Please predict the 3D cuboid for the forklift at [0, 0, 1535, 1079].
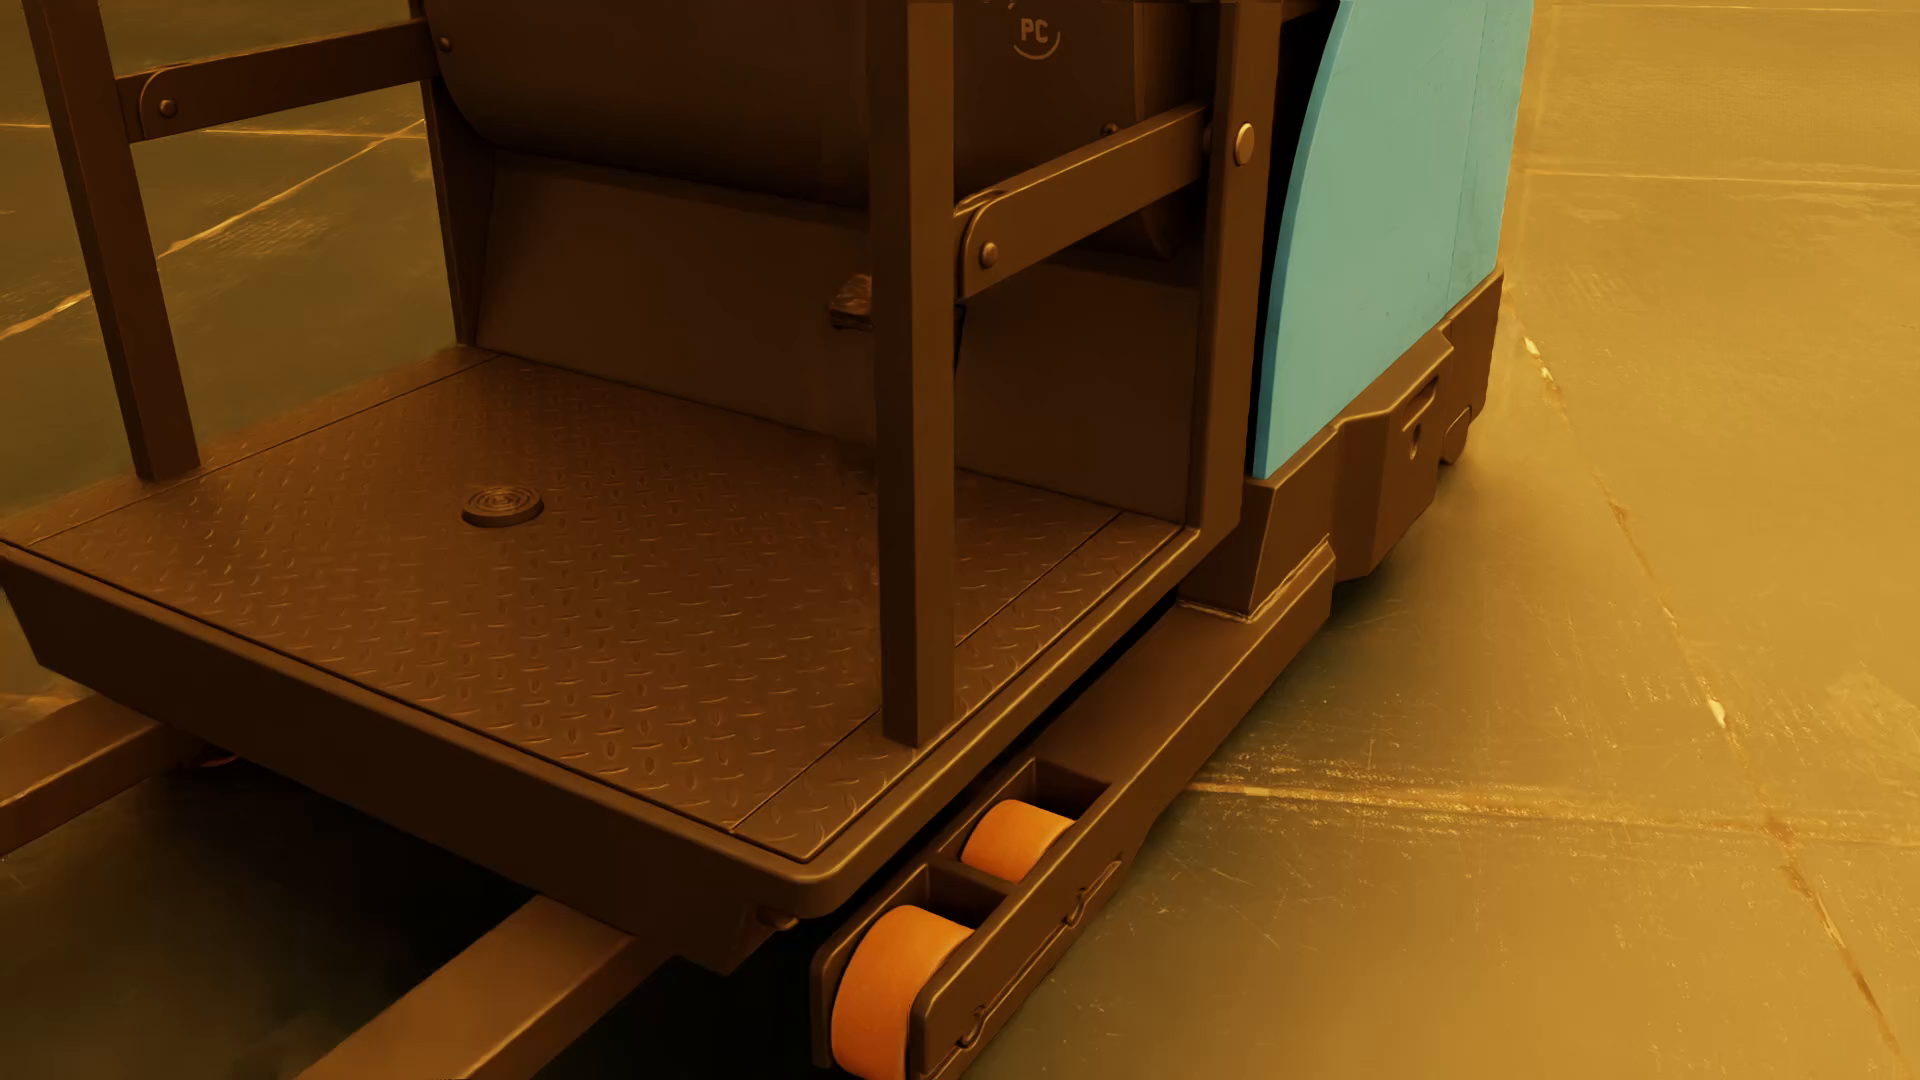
[{"bbox_3d":[-0.317,-1.049,1.319,1.130,2.935,3.031,15,30,28],"label":"forklift"}]
